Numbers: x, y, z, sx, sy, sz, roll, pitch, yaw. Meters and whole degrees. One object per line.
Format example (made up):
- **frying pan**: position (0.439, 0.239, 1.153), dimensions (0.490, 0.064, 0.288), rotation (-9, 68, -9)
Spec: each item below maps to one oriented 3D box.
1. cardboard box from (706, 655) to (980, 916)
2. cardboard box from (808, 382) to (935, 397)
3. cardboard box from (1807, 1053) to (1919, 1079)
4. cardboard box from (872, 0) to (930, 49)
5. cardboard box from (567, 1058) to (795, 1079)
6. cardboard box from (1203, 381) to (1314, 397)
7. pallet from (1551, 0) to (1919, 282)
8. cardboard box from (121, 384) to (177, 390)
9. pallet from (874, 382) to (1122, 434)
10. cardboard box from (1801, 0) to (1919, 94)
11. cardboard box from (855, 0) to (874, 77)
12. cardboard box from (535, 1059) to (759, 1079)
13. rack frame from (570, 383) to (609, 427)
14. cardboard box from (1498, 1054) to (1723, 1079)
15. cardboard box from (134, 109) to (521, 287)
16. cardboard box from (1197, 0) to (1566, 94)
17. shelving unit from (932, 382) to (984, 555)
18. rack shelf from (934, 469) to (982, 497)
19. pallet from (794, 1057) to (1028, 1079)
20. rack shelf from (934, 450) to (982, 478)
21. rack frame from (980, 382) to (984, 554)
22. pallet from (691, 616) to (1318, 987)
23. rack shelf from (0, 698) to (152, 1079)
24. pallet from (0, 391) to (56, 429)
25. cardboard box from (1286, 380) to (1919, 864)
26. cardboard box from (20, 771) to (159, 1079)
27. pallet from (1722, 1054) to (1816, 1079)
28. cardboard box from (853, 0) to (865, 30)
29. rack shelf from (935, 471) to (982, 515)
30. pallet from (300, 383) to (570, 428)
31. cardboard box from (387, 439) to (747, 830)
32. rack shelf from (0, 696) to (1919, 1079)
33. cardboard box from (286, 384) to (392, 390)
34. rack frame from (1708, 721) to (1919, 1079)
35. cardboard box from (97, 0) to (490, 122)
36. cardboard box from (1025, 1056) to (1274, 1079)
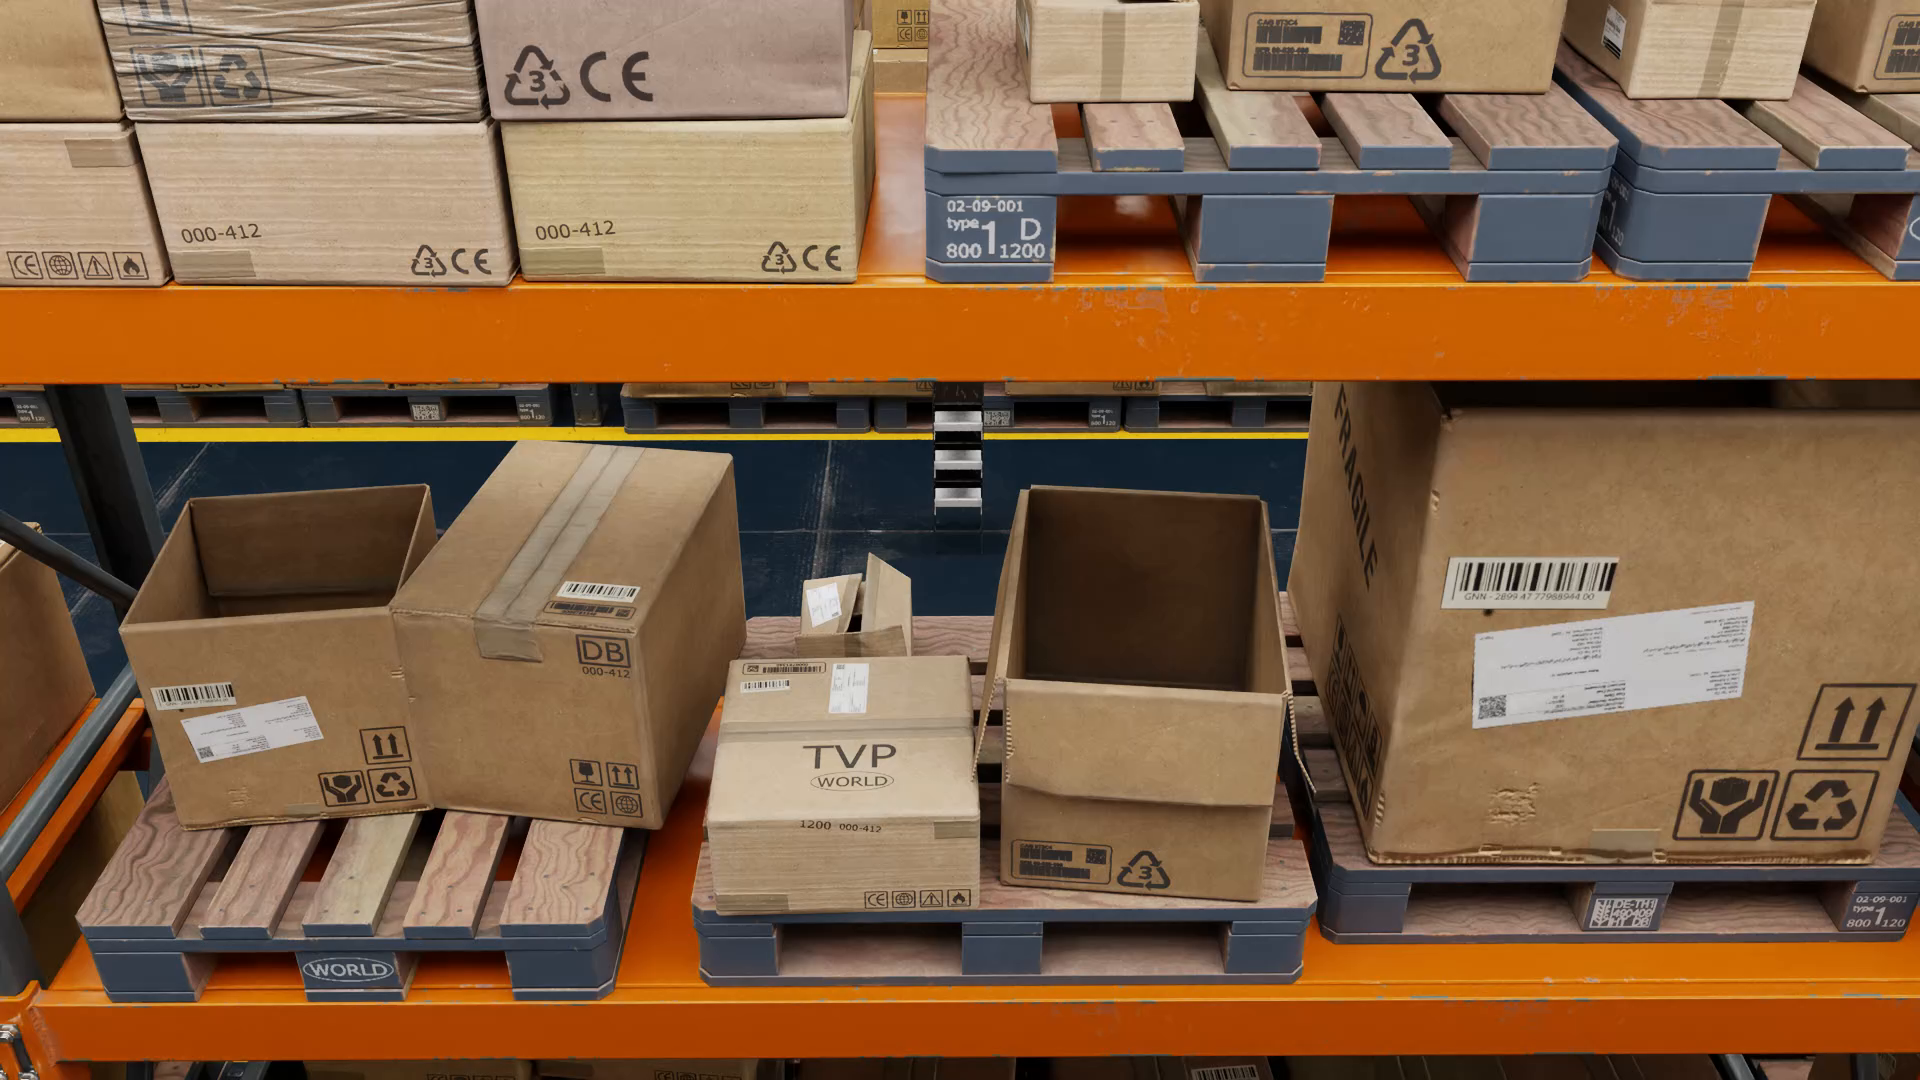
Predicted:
- **cardboard box**: position (-0.221, 0.477, 3.312), dimensions (0.500, 0.250, 0.500), rotation (-1, 31, -2)
- **cardboard box**: position (-0.344, -1.272, 8.219), dimensions (0.750, 0.750, 1.050), rotation (0, 31, 0)
- **cardboard box**: position (2.501, 1.375, 4.098), dimensions (0.500, 0.500, 0.500), rotation (-1, 31, -2)
- **cardboard box**: position (-0.360, -2.566, 7.527), dimensions (0.500, 0.500, 0.700), rotation (-1, 31, -1)
- **cardboard box**: position (-0.674, 1.338, 4.138), dimensions (0.500, 0.500, 0.700), rotation (-3, 31, -4)
- **cardboard box**: position (1.552, -1.276, 8.226), dimensions (0.750, 0.750, 1.050), rotation (0, 31, -1)
- **pallet**: position (1.483, -0.789, 2.949), dimensions (1.003, 0.211, 1.213), rotation (0, 31, 0)
- **cardboard box**: position (-4.034, -1.069, 8.125), dimensions (0.500, 0.500, 0.500), rotation (0, 31, 1)
- **pallet**: position (0.178, -0.868, 8.477), dimensions (1.213, 0.211, 1.003), rotation (0, 31, 0)
- **cardboard box**: position (1.631, -1.090, 2.759), dimensions (0.637, 0.503, 0.797), rotation (-2, 31, -3)
- **cardboard box**: position (-0.427, -0.877, 3.057), dimensions (0.500, 0.250, 0.500), rotation (1, 31, 1)
- **cardboard box**: position (-0.699, 1.014, 3.950), dimensions (0.500, 0.250, 0.500), rotation (3, 31, 5)
- **rack frame**: position (-1.828, -2.095, 7.811), dimensions (0.127, 3.000, 1.000), rotation (0, 31, 0)
- **cardboard box**: position (1.487, 1.337, 4.140), dimensions (0.500, 0.500, 0.700), rotation (-2, 31, -4)
- **cardboard box**: position (-0.914, -0.611, 2.618), dimensions (0.500, 0.250, 0.500), rotation (1, 31, 1)
- **cardboard box**: position (0.688, -1.087, 2.753), dimensions (0.637, 0.503, 0.797), rotation (1, 31, 2)
- **shelving unit**: position (-0.008, -0.385, 7.017), dimensions (0.210, 0.900, 0.258), rotation (0, 31, 0)
- **rack shelf**: position (-0.008, -0.279, 7.081), dimensions (0.200, 0.077, 0.258), rotation (0, 31, 0)
- **pallet**: position (0.100, 1.667, 4.300), dimensions (1.213, 0.211, 1.003), rotation (0, 31, 0)
- **rack shelf**: position (-0.008, -0.356, 7.034), dimensions (0.200, 0.077, 0.258), rotation (0, 31, 0)
- **rack frame**: position (0.094, -0.385, 7.017), dimensions (0.006, 0.900, 0.240), rotation (0, 31, 0)
- **pallet**: position (0.081, 0.533, 3.665), dimensions (1.213, 0.211, 1.003), rotation (0, 31, 0)
- **rack shelf**: position (-3.899, 0.792, 3.746), dimensions (4.000, 0.370, 1.077), rotation (0, 31, 0)
- **pallet**: position (-5.049, -0.893, 8.519), dimensions (1.213, 0.211, 1.003), rotation (0, 31, 0)
- **cardboard box**: position (1.306, -0.040, 3.441), dimensions (1.000, 1.000, 1.000), rotation (0, 31, 0)
- **cardboard box**: position (-2.589, 1.199, 4.026), dimensions (0.875, 0.875, 1.225), rotation (-2, 31, -3)
- **pallet**: position (2.773, 1.638, 4.347), dimensions (1.213, 0.211, 1.003), rotation (0, 31, 0)
- **cardboard box**: position (-0.415, -1.193, 2.854), dimensions (0.500, 0.500, 0.500), rotation (0, 31, 1)
- **rack shelf**: position (-0.008, -0.202, 7.127), dimensions (0.200, 0.077, 0.258), rotation (0, 31, 0)
- **pallet**: position (-2.609, -0.901, 8.531), dimensions (1.213, 0.211, 1.003), rotation (0, 31, 0)
- **cardboard box**: position (-0.801, 0.180, 3.560), dimensions (0.500, 0.500, 0.700), rotation (4, 32, 7)
- **rack shelf**: position (0.101, 0.780, 3.767), dimensions (4.000, 0.370, 1.077), rotation (0, 31, 0)
- **cardboard box**: position (-3.003, -1.068, 8.124), dimensions (0.500, 0.500, 0.500), rotation (1, 31, 2)
- **rack frame**: position (2.101, 0.466, 3.590), dimensions (0.127, 3.000, 1.000), rotation (0, 31, 0)
- **cardboard box**: position (-0.920, -0.928, 2.418), dimensions (0.500, 0.500, 0.500), rotation (0, 31, 0)
- **cardboard box**: position (0.451, 1.331, 4.150), dimensions (0.500, 0.500, 0.700), rotation (-3, 31, -5)
